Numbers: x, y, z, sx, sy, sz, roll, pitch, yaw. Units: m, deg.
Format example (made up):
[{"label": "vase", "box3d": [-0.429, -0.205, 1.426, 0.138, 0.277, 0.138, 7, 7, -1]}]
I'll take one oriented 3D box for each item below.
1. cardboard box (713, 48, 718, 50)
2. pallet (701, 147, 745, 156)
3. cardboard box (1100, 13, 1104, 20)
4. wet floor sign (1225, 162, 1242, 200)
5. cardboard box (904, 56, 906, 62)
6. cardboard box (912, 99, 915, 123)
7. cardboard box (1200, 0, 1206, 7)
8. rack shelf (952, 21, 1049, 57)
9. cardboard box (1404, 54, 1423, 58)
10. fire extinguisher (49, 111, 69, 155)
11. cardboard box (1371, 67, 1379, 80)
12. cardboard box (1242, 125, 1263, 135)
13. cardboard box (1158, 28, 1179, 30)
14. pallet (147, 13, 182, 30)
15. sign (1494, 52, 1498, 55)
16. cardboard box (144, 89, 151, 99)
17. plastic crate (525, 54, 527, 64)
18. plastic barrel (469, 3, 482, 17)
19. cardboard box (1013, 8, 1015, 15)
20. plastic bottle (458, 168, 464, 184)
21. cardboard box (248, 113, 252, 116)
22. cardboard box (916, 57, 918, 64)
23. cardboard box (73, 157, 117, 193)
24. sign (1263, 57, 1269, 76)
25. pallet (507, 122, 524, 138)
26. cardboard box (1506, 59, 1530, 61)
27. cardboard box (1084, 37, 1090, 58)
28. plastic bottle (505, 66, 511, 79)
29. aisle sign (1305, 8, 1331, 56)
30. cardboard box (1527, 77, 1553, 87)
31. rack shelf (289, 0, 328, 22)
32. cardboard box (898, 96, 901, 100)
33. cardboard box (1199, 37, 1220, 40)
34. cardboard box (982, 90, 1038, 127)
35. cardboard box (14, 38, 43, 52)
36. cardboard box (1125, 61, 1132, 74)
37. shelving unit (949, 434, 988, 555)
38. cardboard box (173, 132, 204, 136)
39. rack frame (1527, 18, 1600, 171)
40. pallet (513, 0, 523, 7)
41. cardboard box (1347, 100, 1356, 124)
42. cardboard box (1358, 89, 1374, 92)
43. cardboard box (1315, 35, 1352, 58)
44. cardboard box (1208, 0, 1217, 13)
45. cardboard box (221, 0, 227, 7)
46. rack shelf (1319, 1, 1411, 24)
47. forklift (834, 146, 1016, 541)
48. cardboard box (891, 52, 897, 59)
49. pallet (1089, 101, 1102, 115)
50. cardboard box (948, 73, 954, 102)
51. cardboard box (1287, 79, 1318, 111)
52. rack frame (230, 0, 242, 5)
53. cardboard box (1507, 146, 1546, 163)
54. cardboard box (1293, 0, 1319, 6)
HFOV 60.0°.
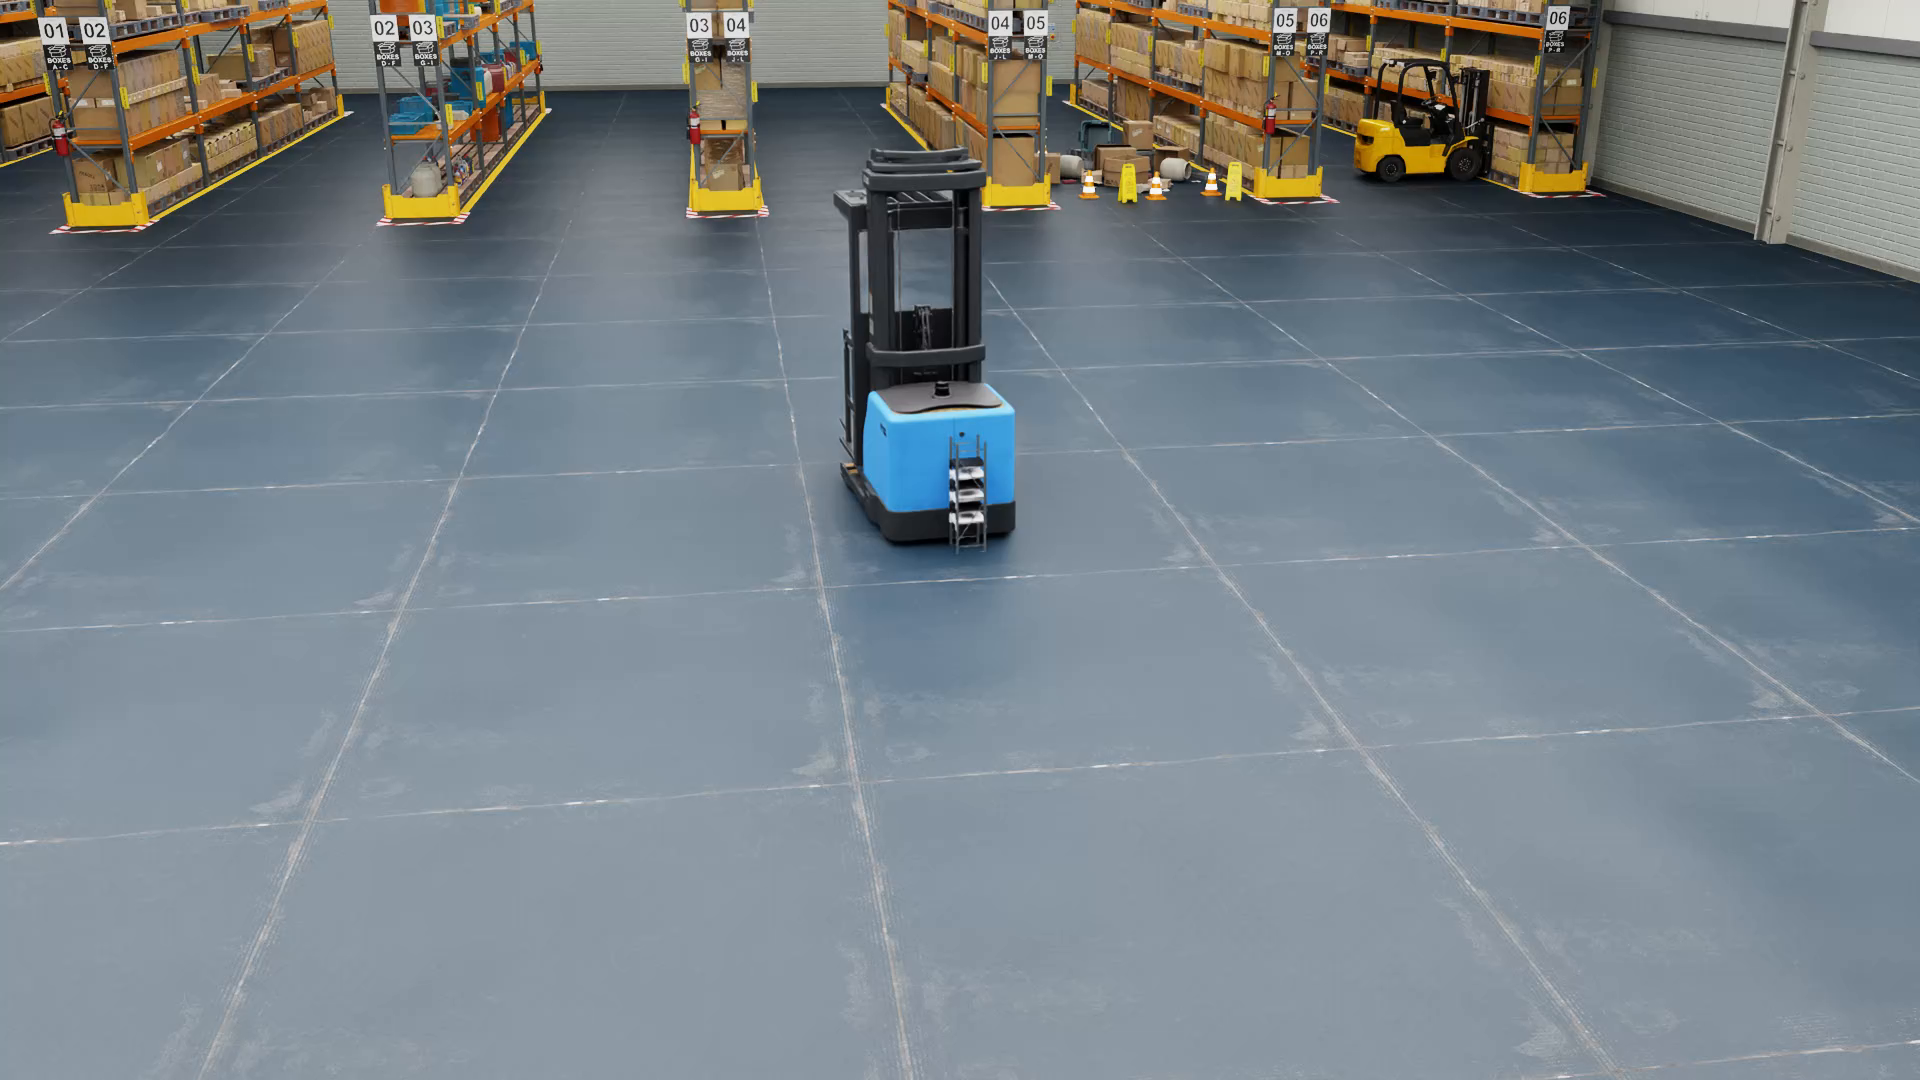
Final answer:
[{"label": "cardboard box", "box3d": [-4.580, -8.547, 29.816, 0.500, 0.500, 0.500, -3, 21, -8]}, {"label": "pallet", "box3d": [-4.832, -7.794, 33.781, 1.003, 0.211, 1.213, -3, 21, -8]}, {"label": "cardboard box", "box3d": [3.672, -12.942, 41.080, 0.380, 0.149, 0.250, -3, 21, -8]}, {"label": "wet floor sign", "box3d": [4.813, -6.299, 29.160, 0.267, 0.644, 0.232, 4, 21, 11]}, {"label": "cardboard box", "box3d": [-1.090, -11.129, 38.486, 0.380, 0.149, 0.250, -3, 21, -7]}, {"label": "cardboard box", "box3d": [-0.847, -9.966, 38.584, 0.500, 0.500, 0.500, -2, 21, -5]}, {"label": "cardboard box", "box3d": [5.040, -10.634, 32.727, 0.500, 0.250, 0.500, -3, 21, -9]}, {"label": "rack shelf", "box3d": [0.672, -8.998, 29.762, 1.077, 0.370, 4.000, -3, 21, -8]}, {"label": "cardboard box", "box3d": [9.582, -10.145, 35.022, 0.380, 0.149, 0.250, -3, 21, -9]}, {"label": "fire extinguisher", "box3d": [-14.208, -6.423, 26.238, 0.296, 0.674, 0.183, -3, 21, -8]}, {"label": "cardboard box", "box3d": [9.425, -10.307, 36.741, 0.500, 0.250, 0.500, -3, 21, -8]}, {"label": "cardboard box", "box3d": [5.351, -7.474, 30.270, 0.380, 0.149, 0.250, -2, 21, -6]}, {"label": "cardboard box", "box3d": [4.722, -11.341, 37.723, 0.500, 0.500, 0.500, -2, 21, -6]}, {"label": "pallet", "box3d": [-14.194, -8.979, 28.808, 1.003, 0.211, 1.213, -3, 21, -8]}, {"label": "sign", "box3d": [10.728, -9.630, 33.362, 0.100, 0.325, 0.005, -3, 21, -8]}, {"label": "cardboard box", "box3d": [-13.797, -7.467, 27.852, 0.380, 0.149, 0.250, -3, 21, -8]}, {"label": "plastic crate", "box3d": [-10.620, -11.564, 40.044, 0.416, 0.233, 0.300, -3, 21, -8]}, {"label": "plastic barrel", "box3d": [-9.602, -10.454, 32.830, 0.301, 0.262, 0.301, 0, 20, 0]}, {"label": "cardboard box", "box3d": [1.118, -9.166, 28.799, 0.380, 0.149, 0.250, -3, 21, -7]}, {"label": "plastic bottle", "box3d": [-8.866, -6.463, 29.503, 0.097, 0.271, 0.097, 0, 20, 0]}, {"label": "cardboard box", "box3d": [-15.360, -8.820, 35.488, 0.500, 0.500, 0.500, -4, 21, -10]}, {"label": "cardboard box", "box3d": [-0.755, -10.466, 36.285, 0.380, 0.149, 0.250, -2, 21, -6]}, {"label": "cardboard box", "box3d": [-14.137, -5.955, 27.130, 0.500, 0.500, 0.500, -3, 21, -8]}, {"label": "sign", "box3d": [5.292, -8.191, 28.755, 0.100, 0.325, 0.005, -3, 21, -8]}, {"label": "pallet", "box3d": [-10.523, -9.352, 37.953, 1.003, 0.211, 1.213, -3, 21, -8]}, {"label": "cardboard box", "box3d": [10.677, -9.108, 31.821, 0.380, 0.149, 0.250, -3, 21, -8]}, {"label": "cardboard box", "box3d": [3.479, -12.577, 42.461, 0.500, 0.500, 0.500, -3, 21, -8]}, {"label": "plastic bottle", "box3d": [-10.072, -10.401, 36.955, 0.152, 0.276, 0.135, -3, 21, -8]}, {"label": "aisle sign", "box3d": [6.160, -8.734, 28.598, 0.394, 0.787, 0.004, -3, 21, -8]}, {"label": "cardboard box", "box3d": [10.428, -8.230, 29.895, 0.380, 0.149, 0.250, -3, 21, -7]}, {"label": "rack shelf", "box3d": [-15.784, -12.439, 38.975, 1.077, 0.370, 4.000, -3, 21, -8]}, {"label": "cardboard box", "box3d": [-1.356, -11.224, 42.030, 0.380, 0.149, 0.250, -4, 21, -10]}, {"label": "cardboard box", "box3d": [5.206, -10.427, 34.750, 0.380, 0.149, 0.250, -4, 21, -10]}, {"label": "cardboard box", "box3d": [0.862, -7.434, 28.618, 0.875, 0.550, 0.550, -3, 21, -8]}, {"label": "cardboard box", "box3d": [-20.012, -10.648, 35.770, 0.500, 0.250, 0.500, -2, 21, -7]}, {"label": "cardboard box", "box3d": [4.114, -10.910, 38.354, 0.500, 0.250, 0.500, -3, 21, -9]}, {"label": "shelving unit", "box3d": [0.062, -0.350, 12.868, 0.258, 0.900, 0.210, -5, 21, -14]}, {"label": "cardboard box", "box3d": [-14.904, -7.733, 32.161, 0.500, 0.311, 0.500, -3, 21, -8]}, {"label": "rack frame", "box3d": [10.756, -7.774, 29.743, 1.000, 3.000, 0.127, -3, 21, -8]}, {"label": "pallet", "box3d": [-10.383, -11.977, 36.981, 1.213, 0.211, 1.003, -3, 21, -8]}, {"label": "cardboard box", "box3d": [9.267, -9.879, 38.351, 0.500, 0.500, 0.500, -3, 21, -9]}, {"label": "cardboard box", "box3d": [9.596, -10.514, 39.126, 0.380, 0.149, 0.250, -3, 21, -7]}, {"label": "cardboard box", "box3d": [8.949, -11.814, 39.817, 0.700, 0.500, 0.500, -3, 21, -7]}, {"label": "cardboard box", "box3d": [5.060, -10.215, 31.781, 0.500, 0.250, 0.500, -3, 21, -9]}, {"label": "cardboard box", "box3d": [-14.798, -10.671, 32.827, 0.500, 0.250, 0.500, -4, 21, -12]}, {"label": "rack shelf", "box3d": [9.314, -12.304, 38.614, 1.077, 0.370, 4.000, -3, 21, -8]}, {"label": "forklift", "box3d": [-0.423, -1.845, 13.968, 1.130, 2.935, 3.031, -5, 21, -14]}, {"label": "cardboard box", "box3d": [-1.560, -12.349, 42.351, 0.380, 0.149, 0.250, -4, 21, -9]}, {"label": "pallet", "box3d": [3.903, -11.061, 42.530, 1.003, 0.211, 1.213, -3, 21, -8]}, {"label": "cardboard box", "box3d": [0.044, -8.836, 32.445, 0.500, 0.500, 0.500, -3, 21, -8]}, {"label": "cardboard box", "box3d": [6.051, -7.886, 29.476, 0.500, 0.500, 0.500, -3, 21, -9]}, {"label": "rack frame", "box3d": [-14.919, -12.104, 32.763, 1.000, 3.000, 0.127, -3, 21, -8]}, {"label": "cardboard box", "box3d": [10.376, -7.069, 30.472, 0.500, 0.250, 0.500, -3, 21, -8]}, {"label": "cardboard box", "box3d": [5.995, -9.316, 28.805, 0.380, 0.149, 0.250, -3, 21, -8]}]
